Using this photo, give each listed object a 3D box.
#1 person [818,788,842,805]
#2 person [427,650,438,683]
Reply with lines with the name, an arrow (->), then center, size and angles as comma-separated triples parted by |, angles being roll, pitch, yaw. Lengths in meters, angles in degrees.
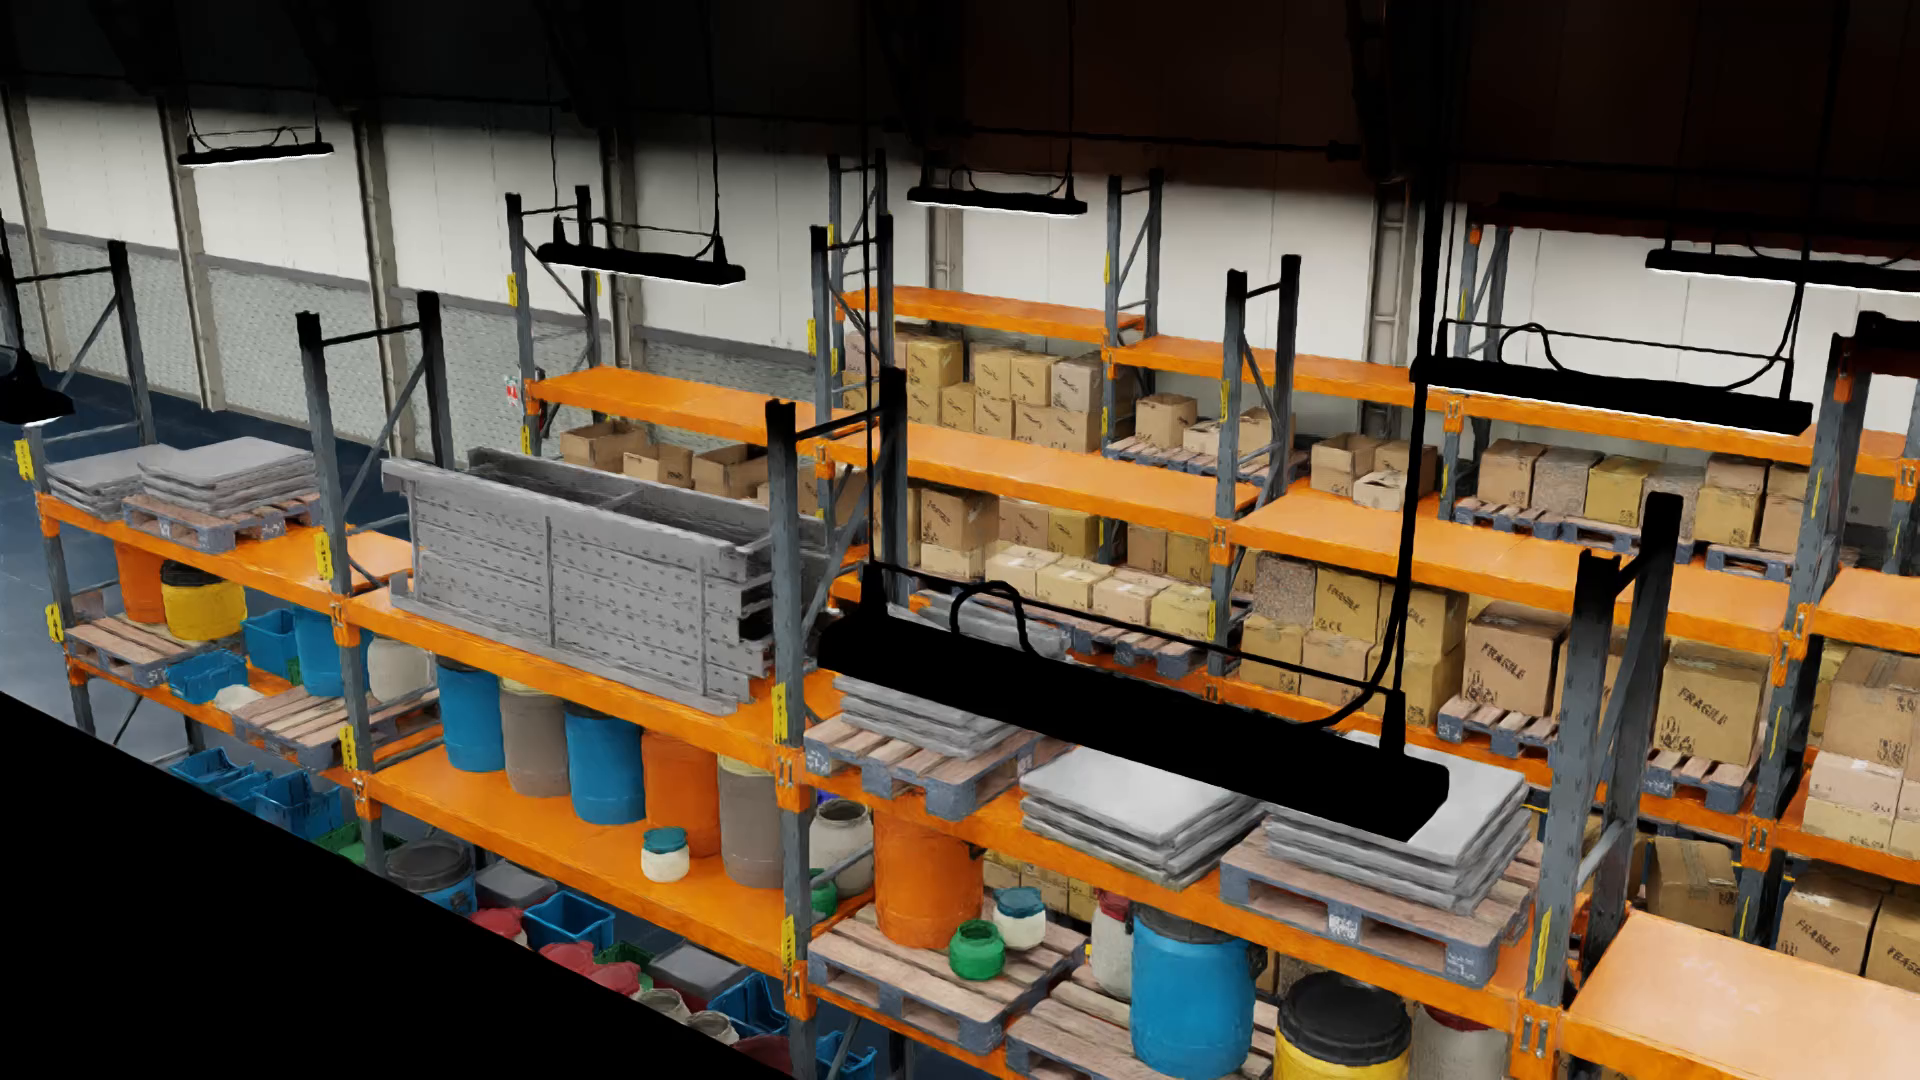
person -> -1.035, 2.644, 14.562 | 0.499, 1.661, 0.415 | 2, 19, 5
person -> -5.972, 1.288, 18.602 | 0.548, 1.683, 0.338 | 7, 20, 21
